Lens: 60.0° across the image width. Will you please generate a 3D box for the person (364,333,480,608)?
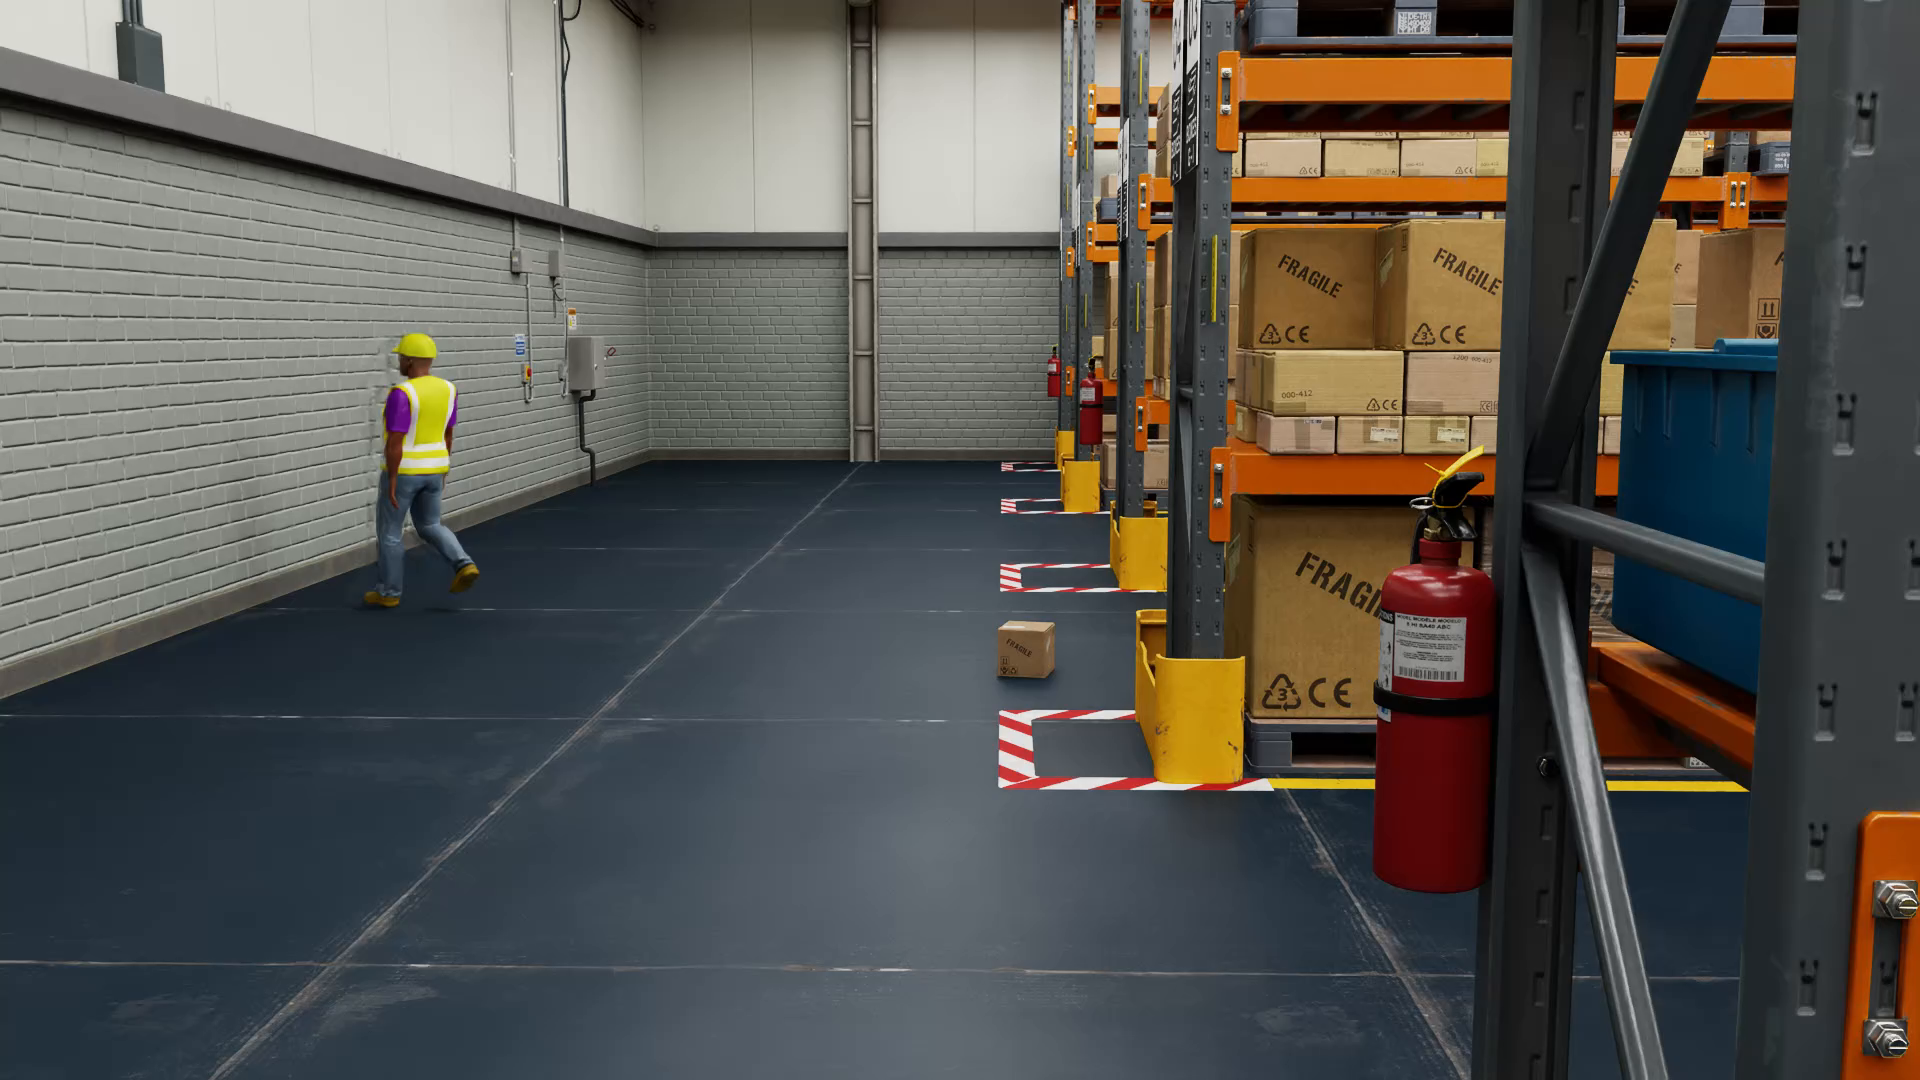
[{"bbox_3d":[-3.488,-0.438,10.583,0.806,1.743,0.585,4,8,32],"label":"person"}]
